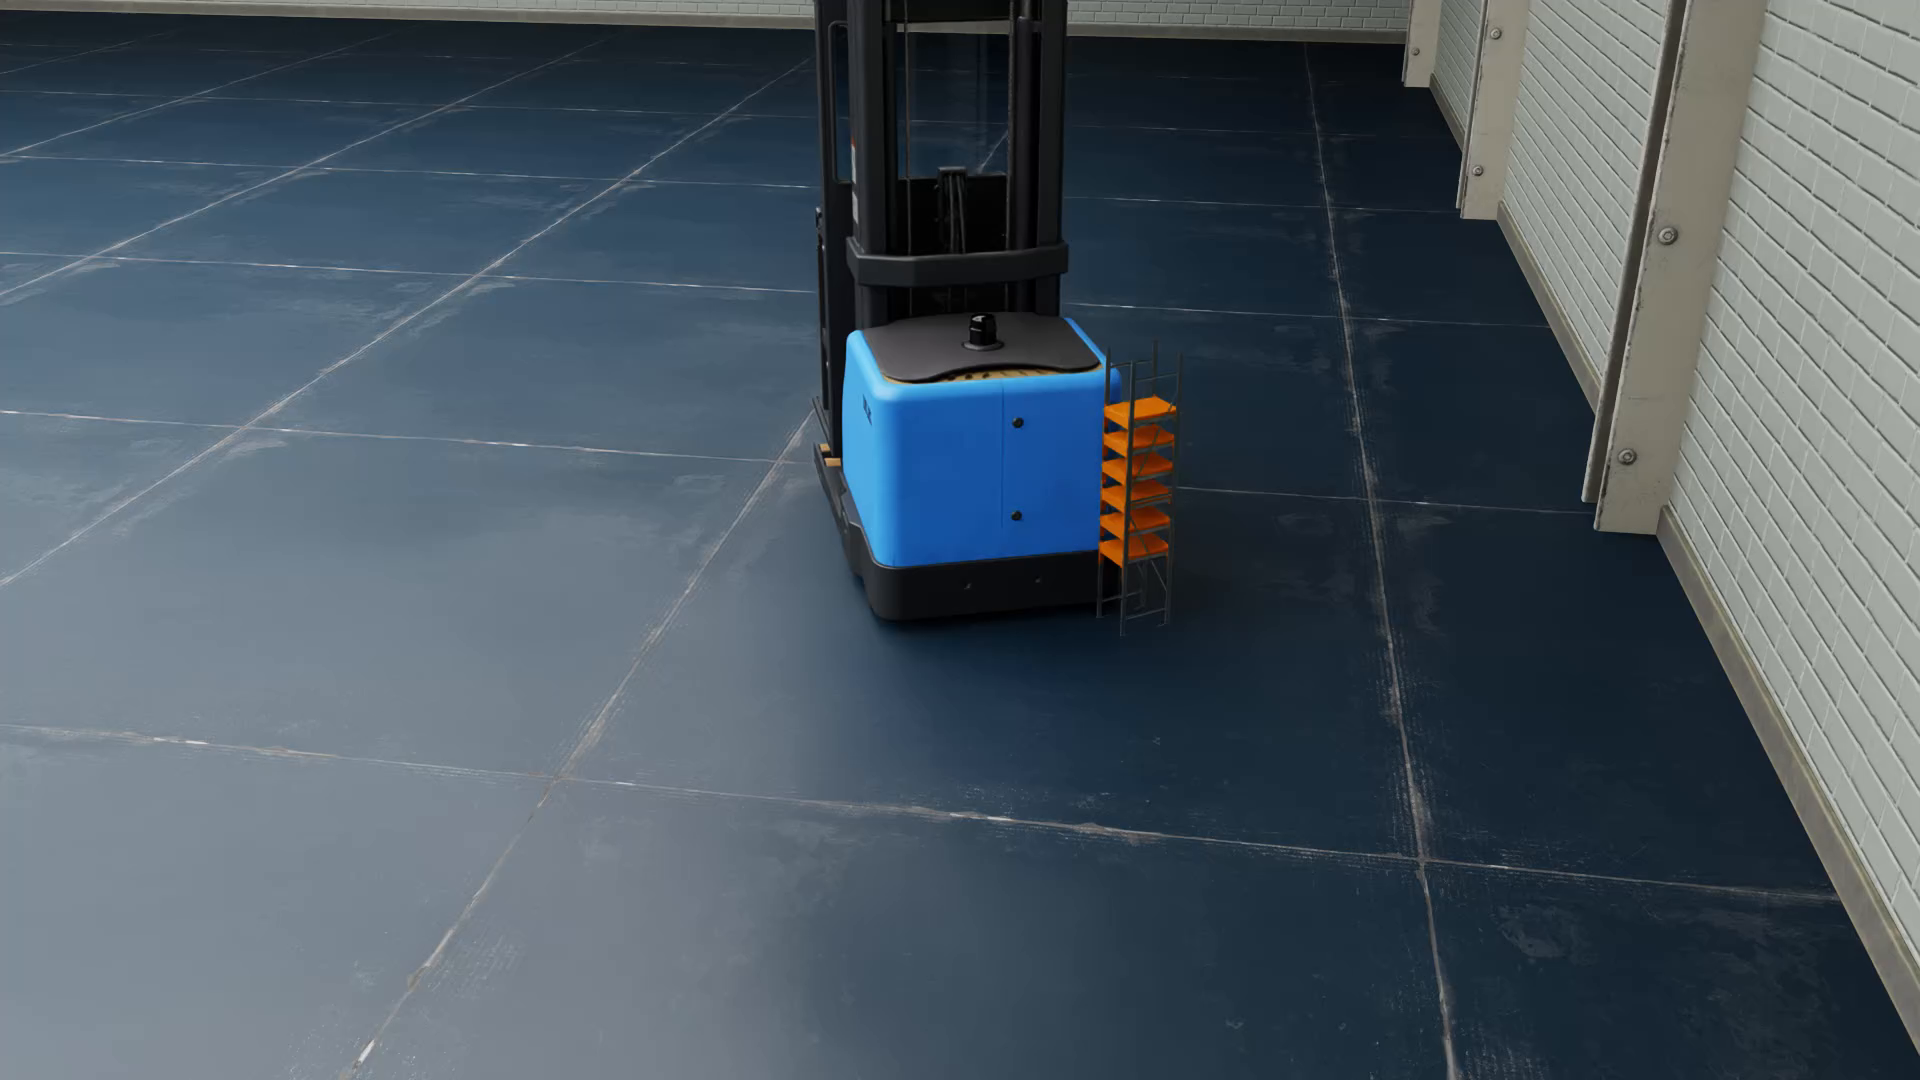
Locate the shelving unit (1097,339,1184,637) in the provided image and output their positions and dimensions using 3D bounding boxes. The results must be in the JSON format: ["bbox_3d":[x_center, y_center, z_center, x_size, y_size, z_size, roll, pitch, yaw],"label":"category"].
[{"bbox_3d":[0.726,-0.200,6.760,0.258,1.200,0.189,-12,27,-25],"label":"shelving unit"}]

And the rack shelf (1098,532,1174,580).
[{"bbox_3d":[0.727,0.059,6.878,0.258,0.103,0.180,-12,27,-25],"label":"rack shelf"}]

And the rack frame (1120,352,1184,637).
[{"bbox_3d":[0.768,-0.166,6.686,0.240,1.200,0.006,-12,27,-25],"label":"rack frame"}]

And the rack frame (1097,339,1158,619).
[{"bbox_3d":[0.684,-0.234,6.834,0.240,1.200,0.006,-12,27,-25],"label":"rack frame"}]

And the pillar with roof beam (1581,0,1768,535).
[{"bbox_3d":[-1.065,-4.490,6.728,9.100,9.000,0.400,4,25,9],"label":"pillar with roof beam"}]

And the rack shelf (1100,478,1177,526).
[{"bbox_3d":[0.726,-0.159,6.778,0.258,0.103,0.180,-12,27,-25],"label":"rack shelf"}]

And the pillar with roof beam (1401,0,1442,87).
[{"bbox_3d":[0.897,-9.509,17.450,9.100,9.000,0.400,4,25,9],"label":"pillar with roof beam"}]

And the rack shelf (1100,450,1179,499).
[{"bbox_3d":[0.726,-0.268,6.728,0.258,0.103,0.180,-12,27,-25],"label":"rack shelf"}]

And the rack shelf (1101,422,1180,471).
[{"bbox_3d":[0.725,-0.377,6.678,0.258,0.103,0.180,-12,27,-25],"label":"rack shelf"}]

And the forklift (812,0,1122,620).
[{"bbox_3d":[-0.129,-1.595,7.700,1.130,2.935,3.031,-5,26,-10],"label":"forklift"}]

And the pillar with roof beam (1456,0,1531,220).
[{"bbox_3d":[-0.084,-7.000,12.089,9.100,9.000,0.400,4,25,9],"label":"pillar with roof beam"}]

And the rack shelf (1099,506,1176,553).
[{"bbox_3d":[0.727,-0.050,6.828,0.258,0.103,0.180,-12,27,-25],"label":"rack shelf"}]

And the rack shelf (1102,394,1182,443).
[{"bbox_3d":[0.725,-0.486,6.628,0.258,0.103,0.180,-12,27,-25],"label":"rack shelf"}]
